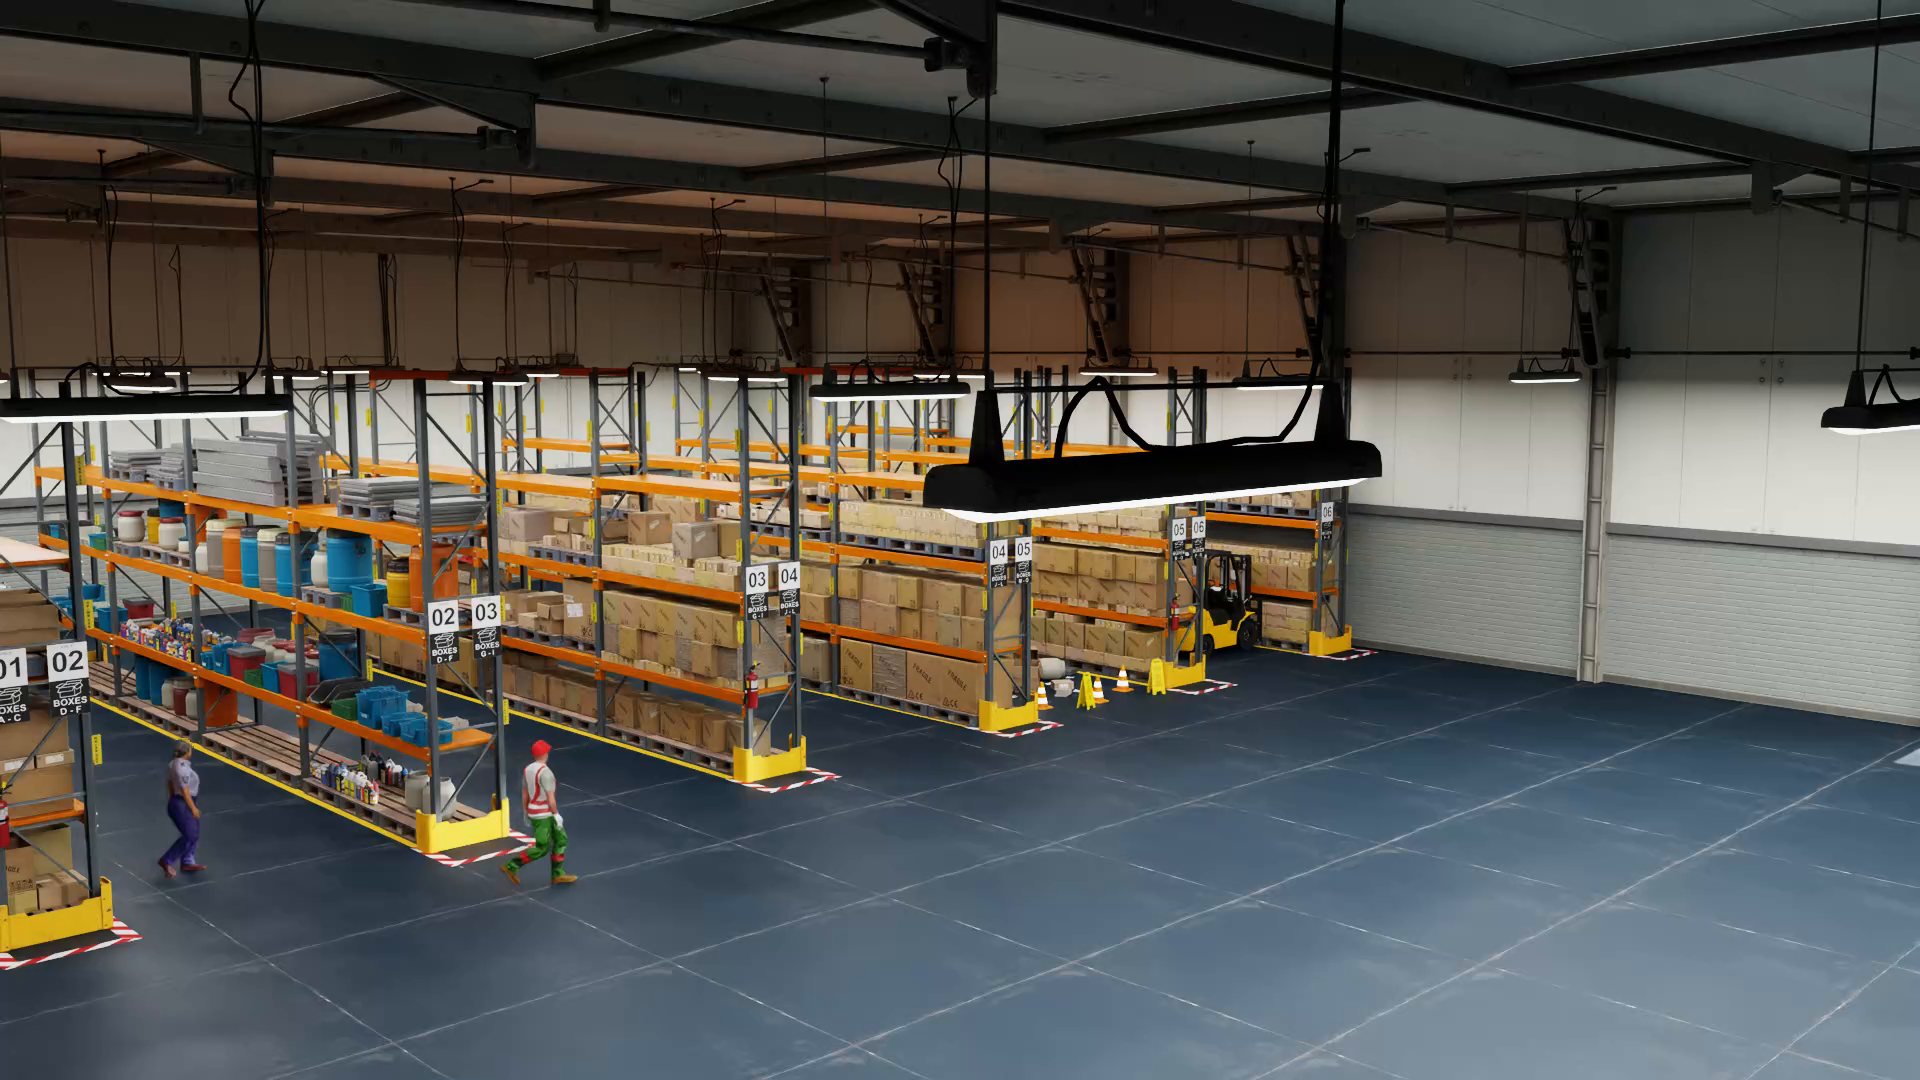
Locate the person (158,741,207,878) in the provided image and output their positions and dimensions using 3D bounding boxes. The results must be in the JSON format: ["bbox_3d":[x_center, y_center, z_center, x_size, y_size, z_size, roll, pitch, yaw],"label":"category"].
[{"bbox_3d":[-9.496,3.268,20.229,0.533,1.646,0.510,-3,7,-23],"label":"person"}]

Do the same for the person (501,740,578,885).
[{"bbox_3d":[-4.997,3.241,19.678,0.862,1.751,0.475,-1,6,-7],"label":"person"}]

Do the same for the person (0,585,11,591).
[{"bbox_3d":[-19.226,1.727,33.496,0.471,1.676,0.507,-5,8,-40],"label":"person"}]

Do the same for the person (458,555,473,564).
[{"bbox_3d":[-11.681,1.016,39.655,0.587,1.744,0.400,-6,9,-43],"label":"person"}]
